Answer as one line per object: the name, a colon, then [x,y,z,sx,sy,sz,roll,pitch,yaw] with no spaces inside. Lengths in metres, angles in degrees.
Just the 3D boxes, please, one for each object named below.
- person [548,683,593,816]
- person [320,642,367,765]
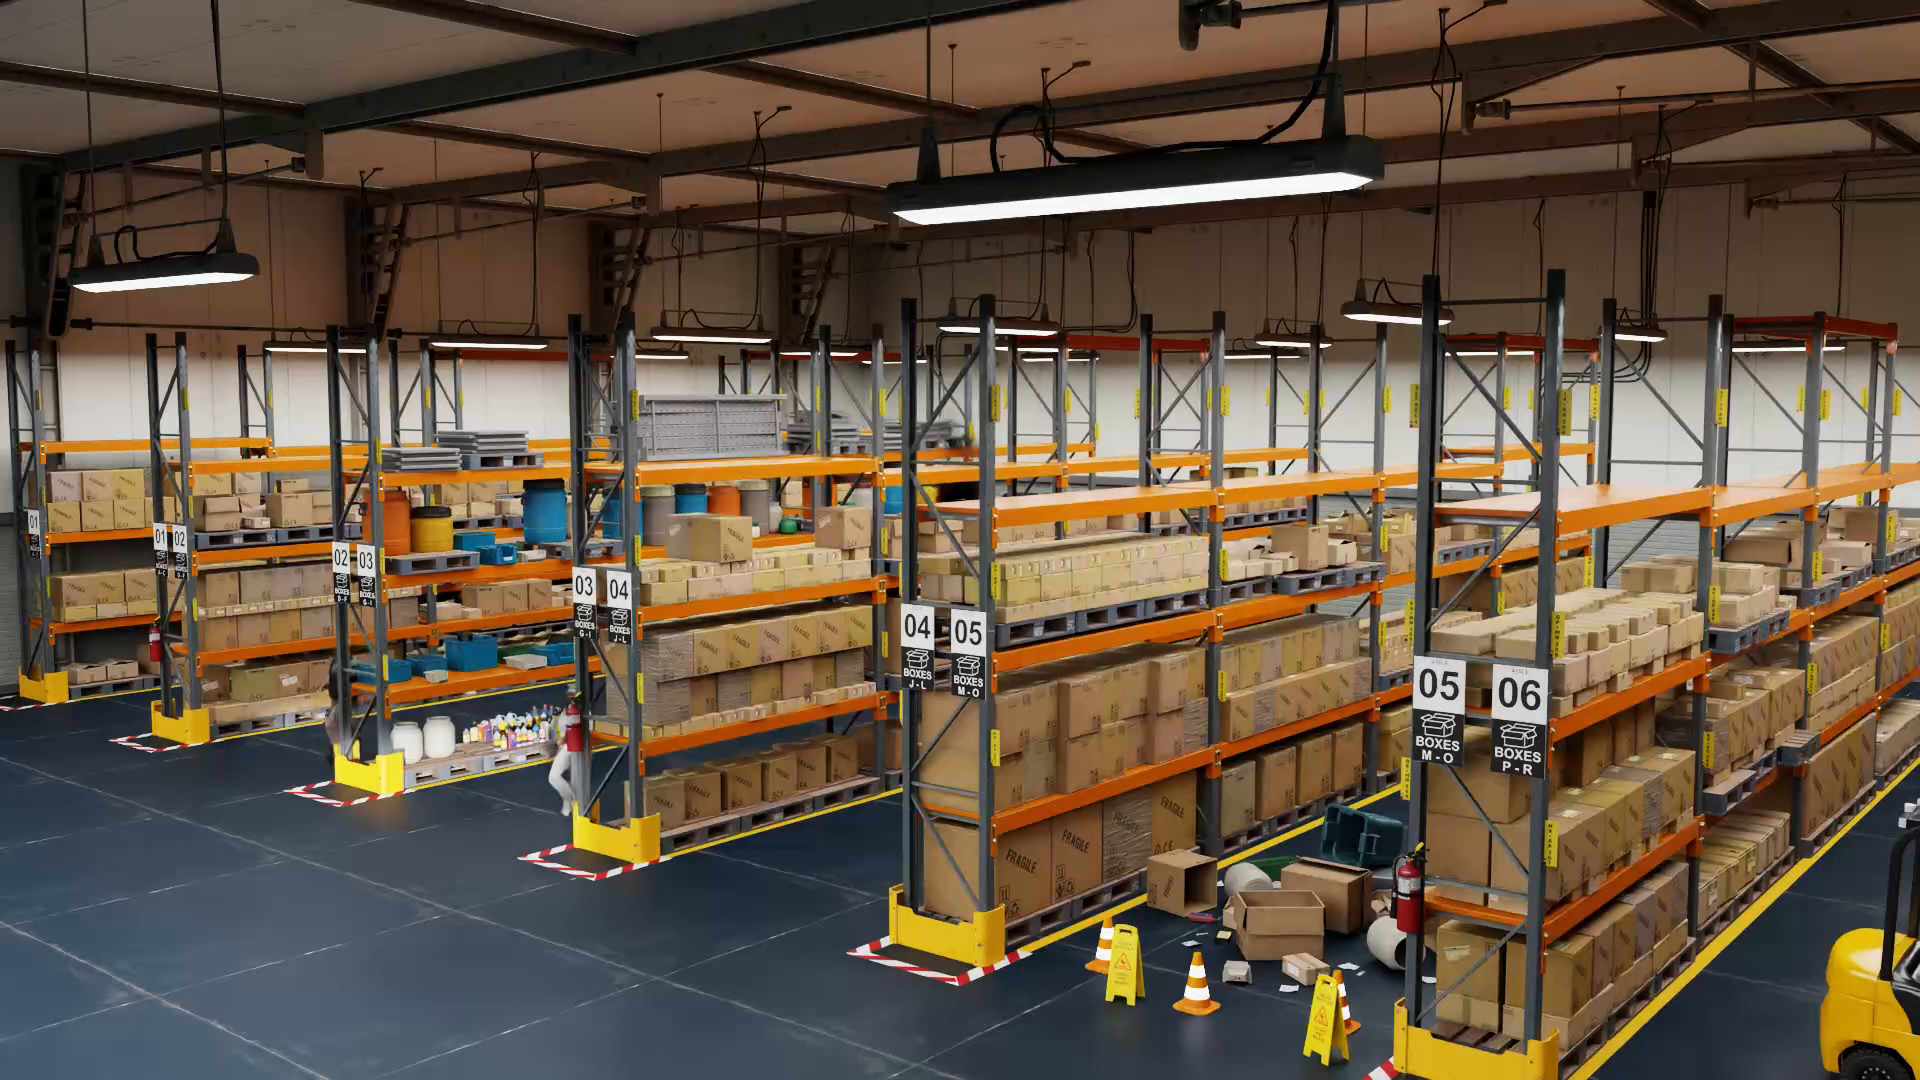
person: [-4.664,2.539,20.073,0.554,1.647,0.637,3,6,31]
person: [-8.545,2.249,23.164,0.711,1.774,0.721,4,7,38]
